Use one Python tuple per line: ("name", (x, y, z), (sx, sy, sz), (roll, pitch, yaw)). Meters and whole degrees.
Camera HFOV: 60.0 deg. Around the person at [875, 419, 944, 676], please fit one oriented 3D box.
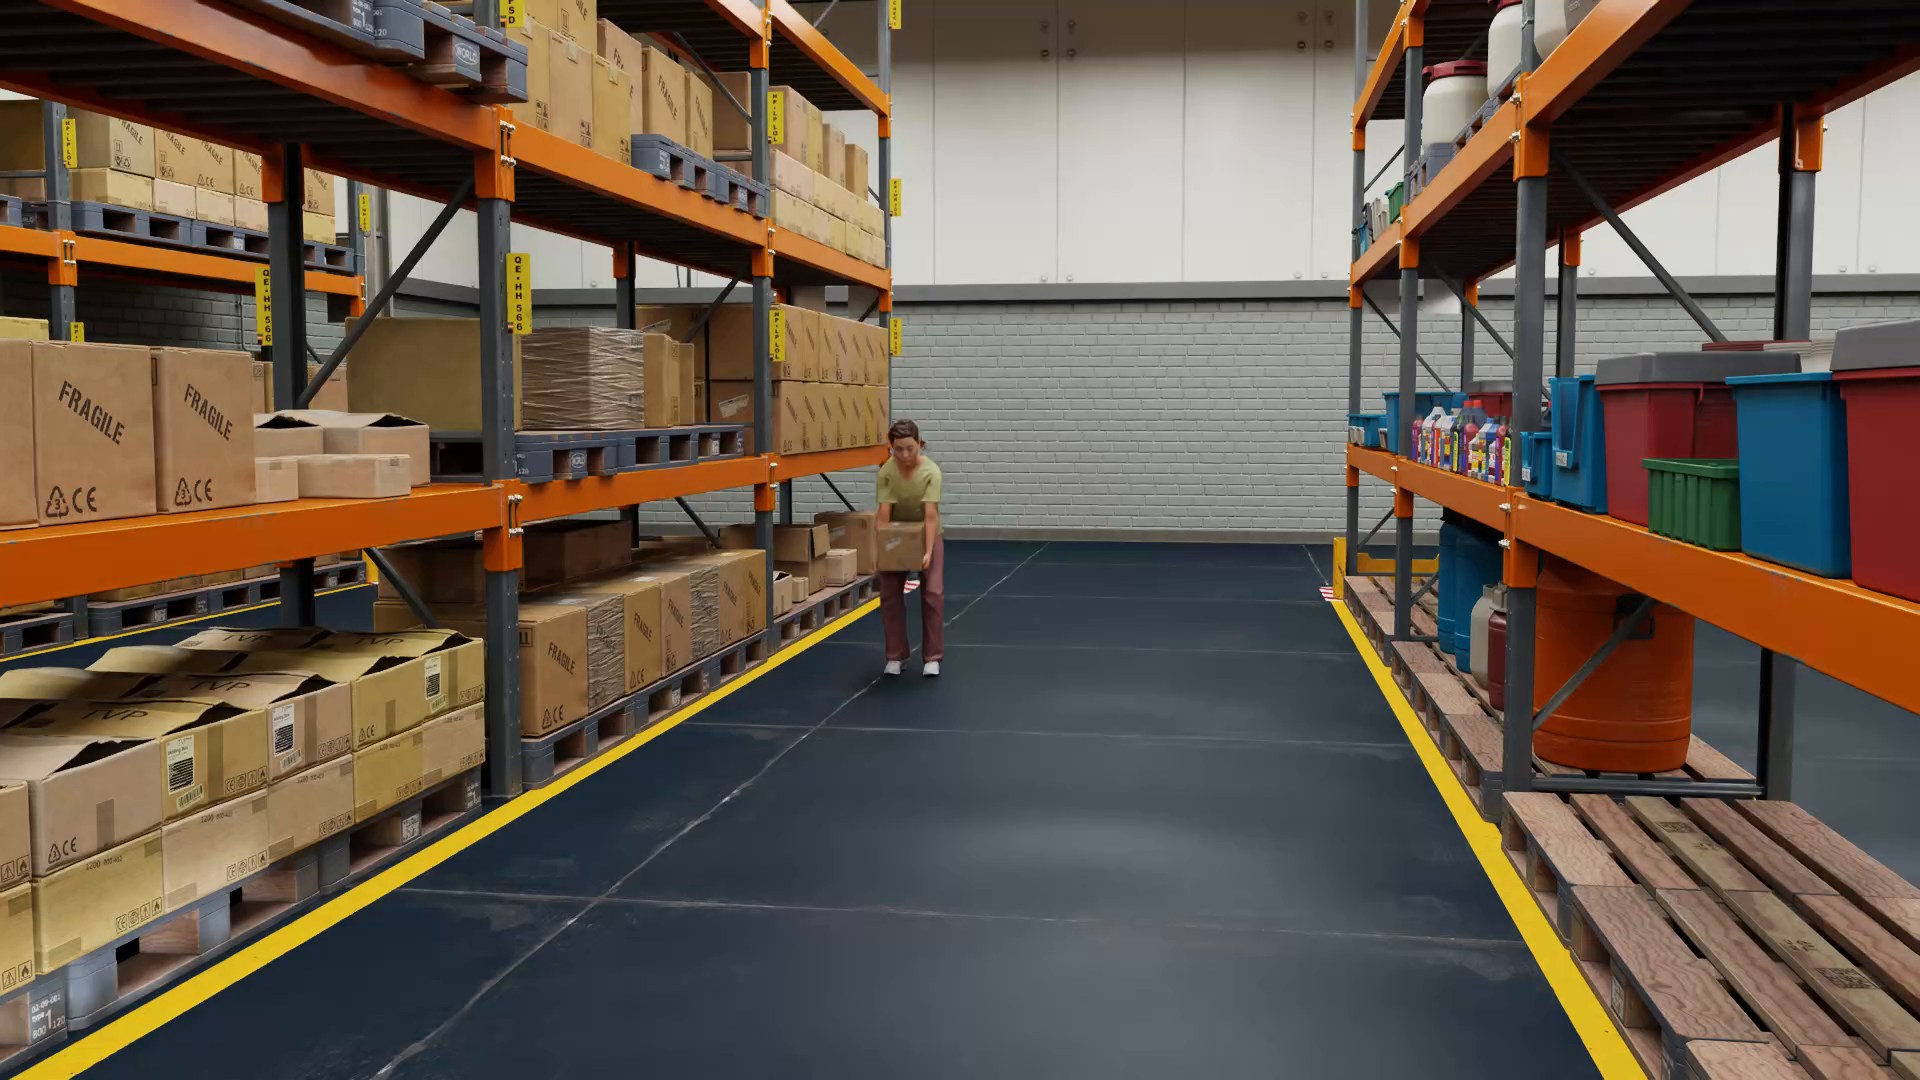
("person", (-0.299, 0.051, 10.016), (0.402, 1.555, 0.615), (1, 5, 8))
